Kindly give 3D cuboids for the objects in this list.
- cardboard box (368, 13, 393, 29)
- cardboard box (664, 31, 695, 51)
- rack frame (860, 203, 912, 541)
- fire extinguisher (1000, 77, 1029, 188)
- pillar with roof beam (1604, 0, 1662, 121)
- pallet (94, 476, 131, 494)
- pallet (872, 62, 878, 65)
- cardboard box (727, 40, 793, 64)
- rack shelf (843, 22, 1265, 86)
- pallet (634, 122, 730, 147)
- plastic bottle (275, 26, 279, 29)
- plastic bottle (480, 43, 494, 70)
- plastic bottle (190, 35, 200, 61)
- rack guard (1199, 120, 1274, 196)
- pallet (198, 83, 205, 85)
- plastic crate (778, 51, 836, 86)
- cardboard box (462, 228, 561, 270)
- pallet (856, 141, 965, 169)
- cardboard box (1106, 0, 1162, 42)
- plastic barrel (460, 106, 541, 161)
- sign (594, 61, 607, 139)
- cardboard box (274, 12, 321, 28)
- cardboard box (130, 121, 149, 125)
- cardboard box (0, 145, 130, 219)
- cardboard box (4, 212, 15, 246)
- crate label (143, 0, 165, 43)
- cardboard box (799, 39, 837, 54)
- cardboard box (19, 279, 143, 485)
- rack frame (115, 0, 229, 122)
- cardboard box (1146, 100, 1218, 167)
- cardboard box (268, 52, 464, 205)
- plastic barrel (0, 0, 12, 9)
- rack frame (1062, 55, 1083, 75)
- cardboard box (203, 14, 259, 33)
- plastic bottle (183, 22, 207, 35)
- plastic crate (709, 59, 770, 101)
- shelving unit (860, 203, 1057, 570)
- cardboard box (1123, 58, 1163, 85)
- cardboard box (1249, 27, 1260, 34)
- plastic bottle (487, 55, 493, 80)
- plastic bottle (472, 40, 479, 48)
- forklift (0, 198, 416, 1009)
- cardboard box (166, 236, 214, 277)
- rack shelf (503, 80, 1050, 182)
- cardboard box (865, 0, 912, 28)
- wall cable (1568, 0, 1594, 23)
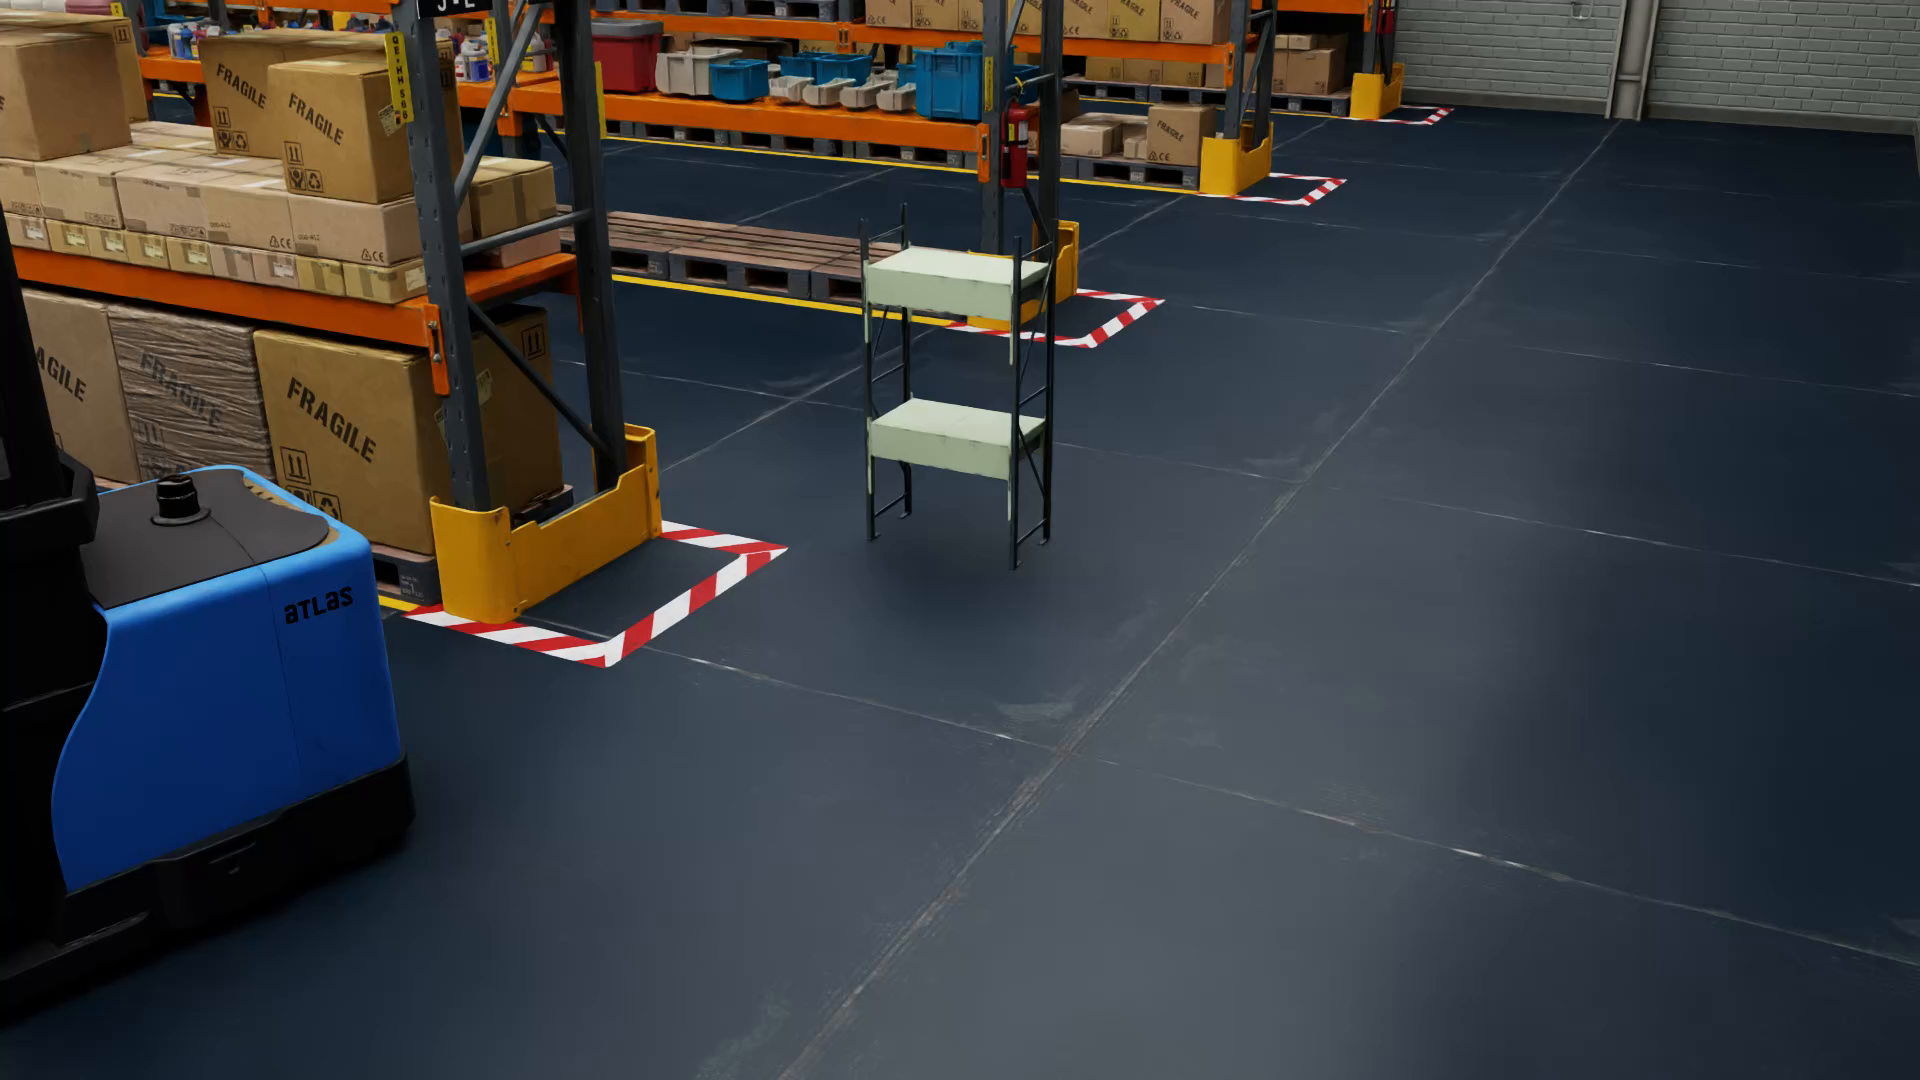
[{"bbox_3d":[-8.815,-8.084,25.799,0.500,0.311,0.500,8,24,19],"label":"cardboard box"},{"bbox_3d":[-3.782,-7.230,23.550,0.500,0.500,0.700,11,25,24],"label":"cardboard box"},{"bbox_3d":[-0.333,-0.756,7.611,0.023,1.500,0.400,11,25,25],"label":"rack frame"},{"bbox_3d":[0.347,-2.594,10.593,0.183,0.674,0.296,11,25,25],"label":"fire extinguisher"},{"bbox_3d":[5.745,-7.529,13.956,0.400,9.000,9.100,11,25,25],"label":"pillar with roof beam"},{"bbox_3d":[-3.651,-0.304,8.194,1.213,0.211,1.003,11,25,25],"label":"pallet"},{"bbox_3d":[-1.583,-6.411,22.555,1.213,0.211,1.003,11,25,25],"label":"pallet"},{"bbox_3d":[-2.128,-5.167,17.740,0.500,0.250,0.500,11,26,25],"label":"cardboard box"},{"bbox_3d":[0.871,-4.738,15.978,4.000,0.370,1.077,11,25,25],"label":"rack shelf"},{"bbox_3d":[-2.750,-4.485,18.026,1.213,0.211,1.003,11,25,25],"label":"pallet"},{"bbox_3d":[-5.868,-4.318,14.325,0.097,0.201,0.097,0,23,0],"label":"plastic bottle"},{"bbox_3d":[-3.760,-3.834,13.187,0.097,0.201,0.097,0,23,0],"label":"plastic bottle"},{"bbox_3d":[-6.304,-4.072,13.745,0.097,0.201,0.097,0,23,0],"label":"plastic bottle"},{"bbox_3d":[2.588,-3.579,15.528,0.348,0.500,1.175,11,25,25],"label":"rack guard"},{"bbox_3d":[-8.744,-5.707,20.900,1.213,0.211,1.003,11,25,25],"label":"pallet"},{"bbox_3d":[-1.097,-3.382,12.006,0.300,0.233,0.416,11,25,25],"label":"plastic crate"},{"bbox_3d":[-1.985,-1.319,7.341,0.250,0.149,0.380,12,26,25],"label":"cardboard box"},{"bbox_3d":[-0.302,-4.018,16.928,1.213,0.211,1.003,11,25,25],"label":"pallet"},{"bbox_3d":[1.668,-4.837,15.162,0.500,0.500,0.500,11,26,25],"label":"cardboard box"},{"bbox_3d":[-3.630,-3.023,13.170,0.708,0.901,0.600,11,25,25],"label":"plastic barrel"},{"bbox_3d":[-1.562,-1.885,7.141,0.005,0.325,0.100,11,25,25],"label":"sign"},{"bbox_3d":[-8.326,-6.299,20.748,0.500,0.500,0.500,11,25,25],"label":"cardboard box"},{"bbox_3d":[-4.412,-1.954,8.324,0.500,0.250,0.500,12,26,26],"label":"cardboard box"},{"bbox_3d":[-4.180,-1.678,7.674,0.500,0.250,0.500,12,26,26],"label":"cardboard box"},{"bbox_3d":[-4.340,-1.496,7.755,0.250,0.149,0.380,11,25,24],"label":"cardboard box"},{"bbox_3d":[-7.487,-4.686,14.890,0.616,0.435,0.502,11,25,25],"label":"crate label"},{"bbox_3d":[-1.655,-6.888,22.324,0.750,0.750,0.750,11,25,24],"label":"cardboard box"},{"bbox_3d":[-4.031,-0.875,8.154,0.875,0.875,0.875,11,25,25],"label":"cardboard box"},{"bbox_3d":[-6.722,-4.399,14.262,0.127,3.000,1.000,11,25,25],"label":"rack frame"},{"bbox_3d":[2.059,-3.778,15.433,0.500,0.500,0.500,11,25,25],"label":"cardboard box"},{"bbox_3d":[-2.371,-1.664,6.684,0.500,0.500,0.500,12,26,25],"label":"cardboard box"},{"bbox_3d":[-8.496,-4.717,14.835,0.433,0.535,0.433,0,23,0],"label":"plastic barrel"},{"bbox_3d":[1.318,-7.153,20.737,0.127,3.000,1.000,11,25,25],"label":"rack frame"},{"bbox_3d":[-9.007,-6.206,20.529,0.500,0.500,0.500,11,25,25],"label":"cardboard box"},{"bbox_3d":[-6.413,-4.206,13.966,0.135,0.276,0.152,11,25,25],"label":"plastic bottle"},{"bbox_3d":[-1.531,-3.211,11.604,0.300,0.233,0.416,11,25,25],"label":"plastic crate"},{"bbox_3d":[-0.006,-0.691,7.459,0.755,1.500,0.431,11,25,25],"label":"shelving unit"},{"bbox_3d":[2.386,-5.938,20.538,0.500,0.500,0.700,11,25,24],"label":"cardboard box"},{"bbox_3d":[3.516,-6.103,20.097,0.250,0.149,0.380,12,26,25],"label":"cardboard box"},{"bbox_3d":[-3.610,-3.605,12.649,0.097,0.201,0.097,0,23,0],"label":"plastic bottle"},{"bbox_3d":[-3.898,-3.928,13.408,0.097,0.201,0.097,0,23,0],"label":"plastic bottle"},{"bbox_3d":[-3.172,-0.093,4.224,1.130,2.935,3.031,21,31,40],"label":"forklift"},{"bbox_3d":[-3.196,-1.269,7.222,0.250,0.149,0.380,11,25,23],"label":"cardboard box"},{"bbox_3d":[-1.368,-3.009,11.912,4.000,0.370,1.077,11,25,25],"label":"rack shelf"},{"bbox_3d":[-0.582,-5.283,16.213,0.500,0.500,0.500,12,26,26],"label":"cardboard box"},{"bbox_3d":[6.457,-7.019,19.123,1.851,1.984,0.084,11,25,25],"label":"wall cable"}]
